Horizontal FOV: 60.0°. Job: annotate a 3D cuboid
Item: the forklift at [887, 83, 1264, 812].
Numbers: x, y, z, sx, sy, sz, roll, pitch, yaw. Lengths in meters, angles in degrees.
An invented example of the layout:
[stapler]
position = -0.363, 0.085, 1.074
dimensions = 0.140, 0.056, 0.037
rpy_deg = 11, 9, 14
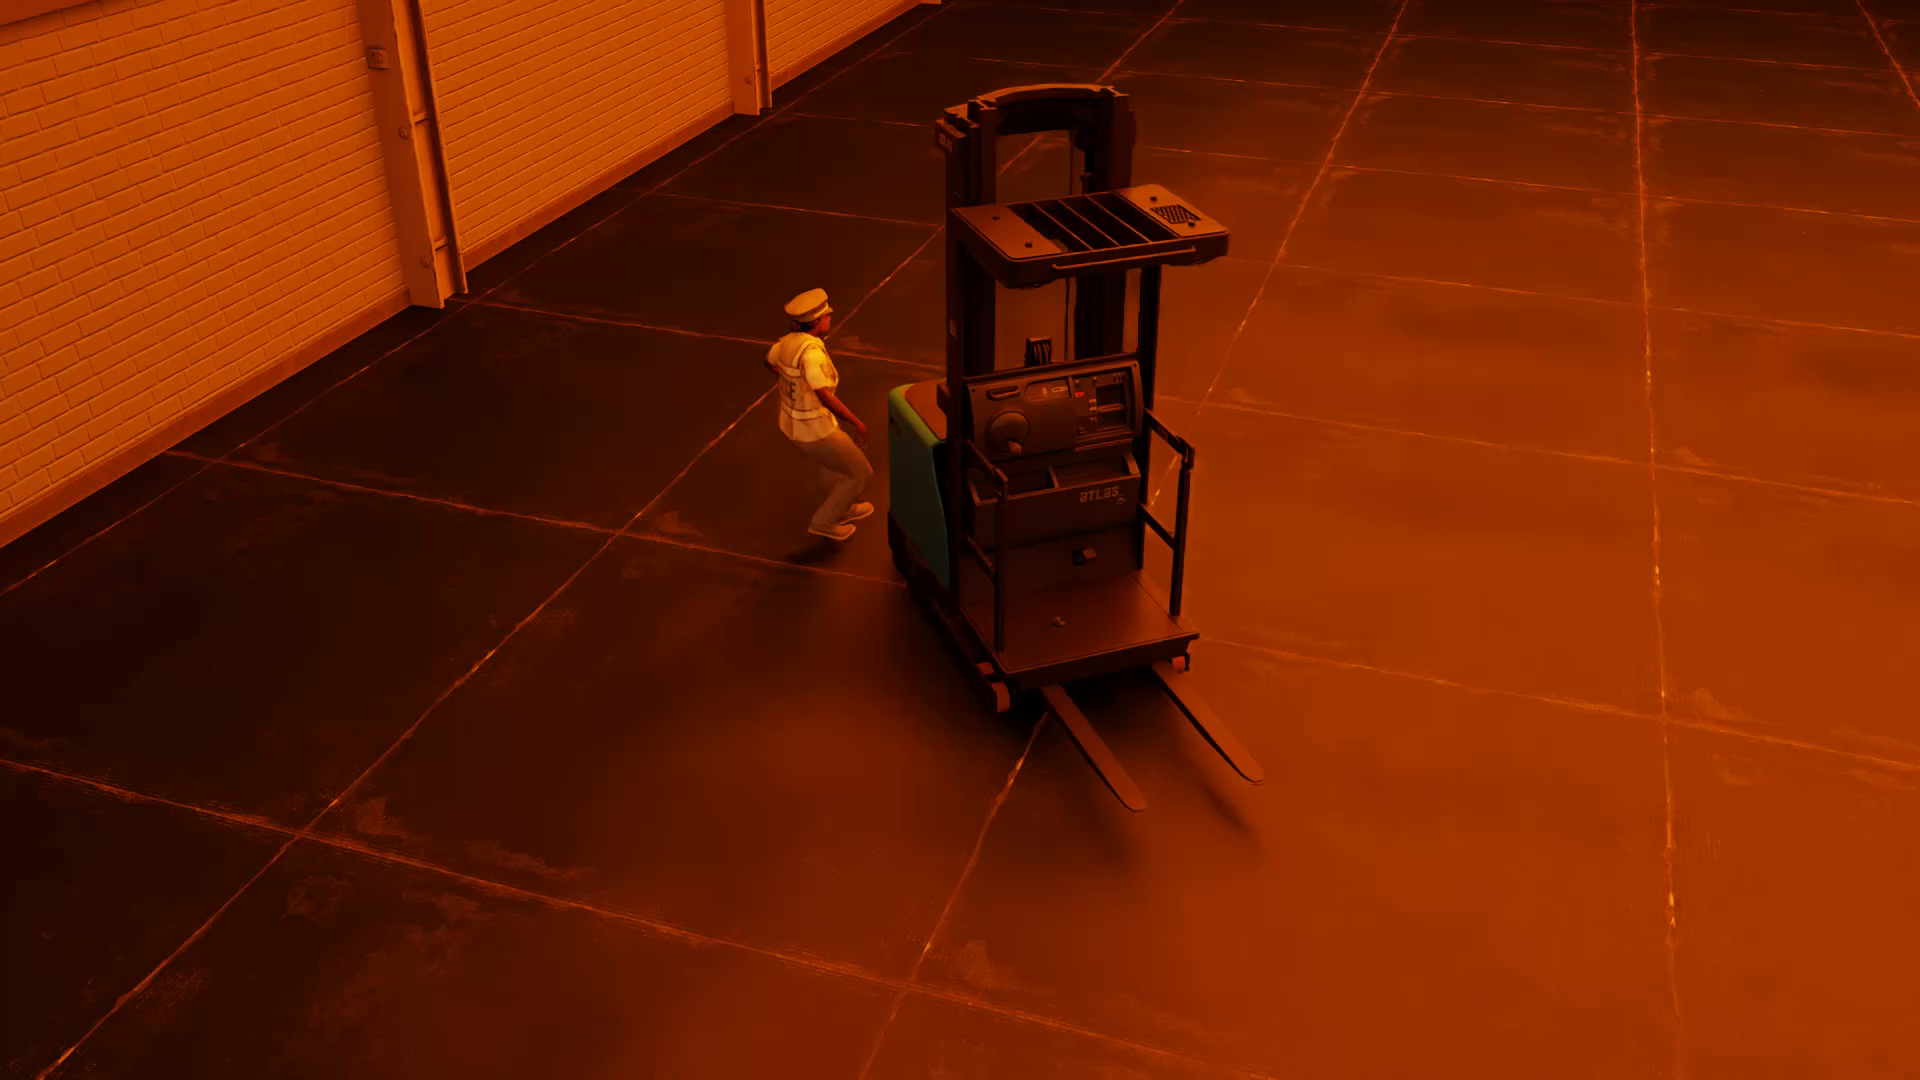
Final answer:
[forklift]
position = 0.565, -0.615, 8.215
dimensions = 1.130, 2.935, 3.031
rpy_deg = -11, 31, -18

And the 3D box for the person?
[person]
position = -0.741, -0.707, 9.737
dimensions = 0.639, 1.606, 0.883
rpy_deg = -13, 32, -22
